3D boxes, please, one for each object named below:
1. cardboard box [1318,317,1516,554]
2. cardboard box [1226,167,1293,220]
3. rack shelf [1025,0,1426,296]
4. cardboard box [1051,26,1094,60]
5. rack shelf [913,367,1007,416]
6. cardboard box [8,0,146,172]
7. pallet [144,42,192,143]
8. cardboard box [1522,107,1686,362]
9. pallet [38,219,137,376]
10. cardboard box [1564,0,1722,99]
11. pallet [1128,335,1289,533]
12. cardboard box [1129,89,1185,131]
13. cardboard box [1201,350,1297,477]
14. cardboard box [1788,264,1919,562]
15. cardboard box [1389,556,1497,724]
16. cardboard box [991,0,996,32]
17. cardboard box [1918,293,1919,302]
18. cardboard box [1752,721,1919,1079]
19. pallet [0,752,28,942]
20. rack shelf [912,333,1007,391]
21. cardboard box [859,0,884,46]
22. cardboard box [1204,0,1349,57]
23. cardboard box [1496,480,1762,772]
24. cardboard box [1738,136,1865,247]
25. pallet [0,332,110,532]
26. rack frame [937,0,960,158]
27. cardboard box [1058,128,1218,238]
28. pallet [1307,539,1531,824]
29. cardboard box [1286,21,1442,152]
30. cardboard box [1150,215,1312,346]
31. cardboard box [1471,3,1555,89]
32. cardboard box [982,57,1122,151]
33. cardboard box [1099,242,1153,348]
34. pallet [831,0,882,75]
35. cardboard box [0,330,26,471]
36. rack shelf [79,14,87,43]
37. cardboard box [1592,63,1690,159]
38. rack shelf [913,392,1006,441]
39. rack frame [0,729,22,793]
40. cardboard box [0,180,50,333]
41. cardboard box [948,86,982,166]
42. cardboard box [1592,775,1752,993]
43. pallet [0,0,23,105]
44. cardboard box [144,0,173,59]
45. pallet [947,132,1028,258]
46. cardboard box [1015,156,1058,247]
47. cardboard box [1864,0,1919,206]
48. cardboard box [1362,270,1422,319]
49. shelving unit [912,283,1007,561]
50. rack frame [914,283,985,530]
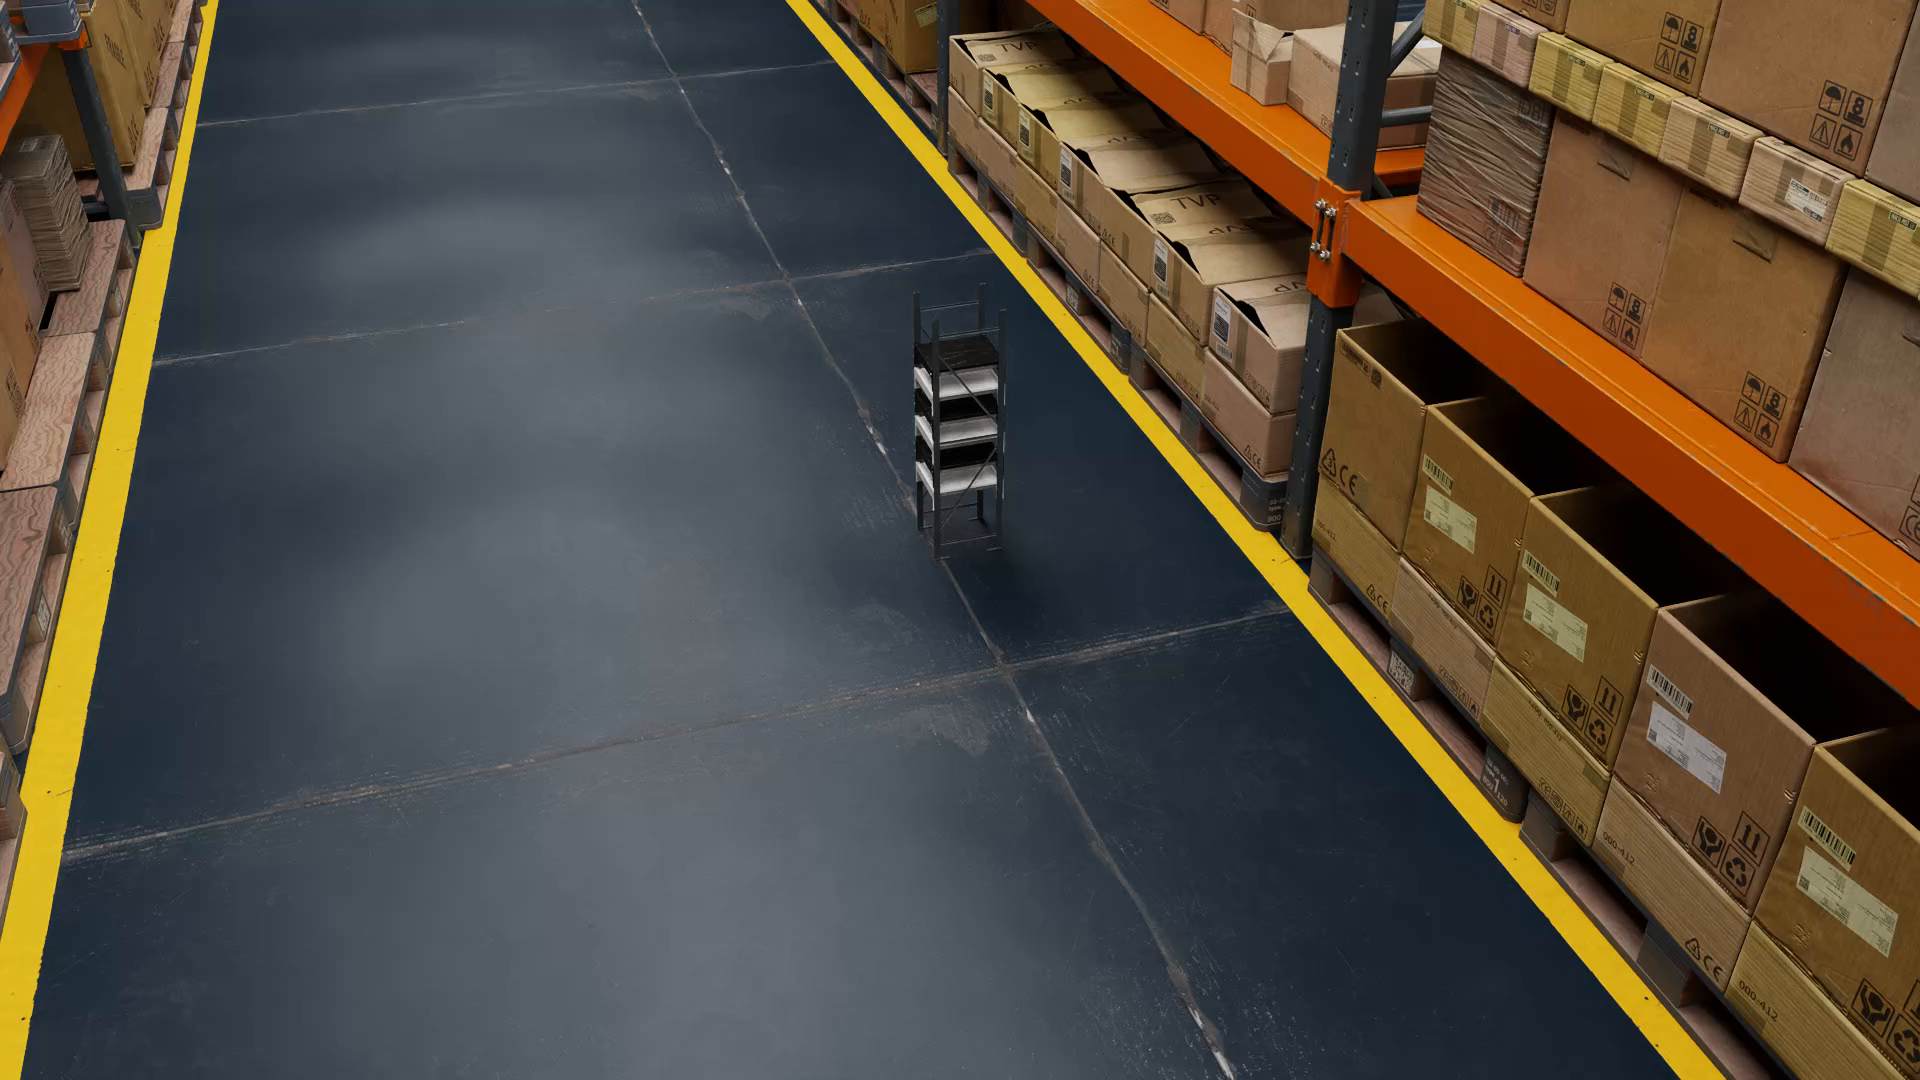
[{"bbox_3d":[1.438,-0.336,4.971,0.500,0.500,0.500,-10,35,-15],"label":"cardboard box"},{"bbox_3d":[1.399,-1.347,6.673,0.500,0.311,0.500,-11,35,-16],"label":"cardboard box"},{"bbox_3d":[0.984,-2.041,6.771,1.077,0.370,4.000,-10,35,-15],"label":"rack shelf"},{"bbox_3d":[0.769,-2.420,8.296,0.500,0.311,0.500,-9,35,-13],"label":"cardboard box"},{"bbox_3d":[-0.002,-0.502,5.428,0.258,0.077,0.200,-10,35,-15],"label":"rack shelf"},{"bbox_3d":[-4.442,-2.243,7.992,0.750,0.750,0.750,-10,35,-15],"label":"cardboard box"},{"bbox_3d":[-4.879,-2.459,9.280,1.003,0.211,1.213,-10,35,-15],"label":"pallet"},{"bbox_3d":[1.903,-0.825,4.187,0.700,0.500,0.500,-10,35,-15],"label":"cardboard box"},{"bbox_3d":[-4.105,-0.982,7.045,1.003,0.211,1.213,-10,35,-15],"label":"pallet"},{"bbox_3d":[1.891,-1.377,3.846,0.700,0.500,0.500,-10,35,-15],"label":"cardboard box"},{"bbox_3d":[1.333,-0.508,6.327,1.003,0.211,1.213,-10,35,-15],"label":"pallet"},{"bbox_3d":[1.085,-1.883,7.483,0.500,0.311,0.500,-10,35,-15],"label":"cardboard box"},{"bbox_3d":[1.192,-0.488,5.881,0.500,0.250,0.500,-10,35,-15],"label":"cardboard box"},{"bbox_3d":[2.209,-0.292,3.381,0.700,0.500,0.500,-9,35,-13],"label":"cardboard box"},{"bbox_3d":[1.595,0.239,4.781,0.500,0.250,0.500,-10,35,-15],"label":"cardboard box"},{"bbox_3d":[0.343,-3.093,9.578,0.500,0.500,0.500,-11,35,-16],"label":"cardboard box"},{"bbox_3d":[2.041,-0.486,3.086,0.380,0.149,0.250,-10,35,-15],"label":"cardboard box"},{"bbox_3d":[2.049,0.714,3.382,0.500,0.500,0.500,-10,35,-15],"label":"cardboard box"},{"bbox_3d":[-2.884,1.054,3.964,1.003,0.211,1.213,-10,35,-15],"label":"pallet"},{"bbox_3d":[-0.002,-0.577,5.378,0.258,0.077,0.200,-10,35,-15],"label":"rack shelf"},{"bbox_3d":[-0.292,-3.255,9.824,0.500,0.500,0.500,-11,35,-16],"label":"cardboard box"},{"bbox_3d":[1.215,-2.016,5.989,0.500,0.500,0.500,-8,34,-11],"label":"cardboard box"},{"bbox_3d":[1.743,0.189,4.176,0.500,0.500,0.500,-10,35,-15],"label":"cardboard box"},{"bbox_3d":[1.889,-0.754,3.491,0.380,0.149,0.250,-11,35,-16],"label":"cardboard box"},{"bbox_3d":[-3.737,-0.343,6.078,1.003,0.211,1.213,-10,35,-15],"label":"pallet"},{"bbox_3d":[0.374,-3.391,8.161,1.000,3.000,0.127,-10,35,-15],"label":"rack frame"},{"bbox_3d":[0.733,-1.517,6.929,0.500,0.311,0.500,-10,35,-15],"label":"cardboard box"},{"bbox_3d":[1.797,0.297,5.109,1.003,0.211,1.213,-10,35,-15],"label":"pallet"},{"bbox_3d":[1.403,-1.480,5.405,0.500,0.250,0.500,-8,34,-12],"label":"cardboard box"},{"bbox_3d":[1.033,-0.990,6.132,0.500,0.311,0.500,-9,35,-13],"label":"cardboard box"},{"bbox_3d":[1.569,-1.298,4.315,0.380,0.149,0.250,-10,35,-14],"label":"cardboard box"},{"bbox_3d":[0.423,-2.055,7.743,0.500,0.311,0.500,-11,35,-16],"label":"cardboard box"},{"bbox_3d":[0.883,-1.023,6.690,0.500,0.250,0.500,-9,35,-14],"label":"cardboard box"},{"bbox_3d":[-0.186,-3.266,10.501,1.003,0.211,1.213,-10,35,-15],"label":"pallet"},{"bbox_3d":[-3.685,-0.518,5.682,0.700,0.500,0.500,-10,35,-14],"label":"cardboard box"},{"bbox_3d":[-4.952,-3.306,8.685,1.077,0.370,4.000,-10,35,-15],"label":"rack shelf"},{"bbox_3d":[1.730,-1.026,3.902,0.380,0.149,0.250,-10,35,-15],"label":"cardboard box"},{"bbox_3d":[-0.002,-0.427,5.477,0.258,0.077,0.200,-10,35,-15],"label":"rack shelf"},{"bbox_3d":[-3.122,-0.456,3.720,1.000,3.000,0.127,-10,35,-15],"label":"rack frame"},{"bbox_3d":[-4.027,-1.038,6.468,0.700,0.500,0.500,-10,35,-15],"label":"cardboard box"},{"bbox_3d":[0.254,-2.095,8.313,0.500,0.250,0.500,-10,35,-15],"label":"cardboard box"},{"bbox_3d":[1.901,0.763,3.987,0.500,0.250,0.500,-10,35,-15],"label":"cardboard box"},{"bbox_3d":[-3.699,-1.444,5.388,1.003,0.211,1.213,-10,35,-15],"label":"pallet"},{"bbox_3d":[-4.966,-3.149,9.364,0.750,0.750,0.750,-9,35,-13],"label":"cardboard box"},{"bbox_3d":[0.588,-1.789,8.266,1.003,0.211,1.213,-10,35,-15],"label":"pallet"},{"bbox_3d":[0.573,-1.559,7.502,0.500,0.250,0.500,-11,35,-16],"label":"cardboard box"},{"bbox_3d":[2.195,-0.852,3.051,0.700,0.500,0.500,-10,35,-15],"label":"cardboard box"},{"bbox_3d":[1.706,-0.812,5.863,0.500,0.311,0.500,-10,35,-15],"label":"cardboard box"},{"bbox_3d":[-0.002,-0.380,5.508,0.258,0.900,0.210,-10,35,-15],"label":"shelving unit"},{"bbox_3d":[-0.033,-0.433,5.589,0.240,0.900,0.006,-10,35,-15],"label":"rack frame"}]
